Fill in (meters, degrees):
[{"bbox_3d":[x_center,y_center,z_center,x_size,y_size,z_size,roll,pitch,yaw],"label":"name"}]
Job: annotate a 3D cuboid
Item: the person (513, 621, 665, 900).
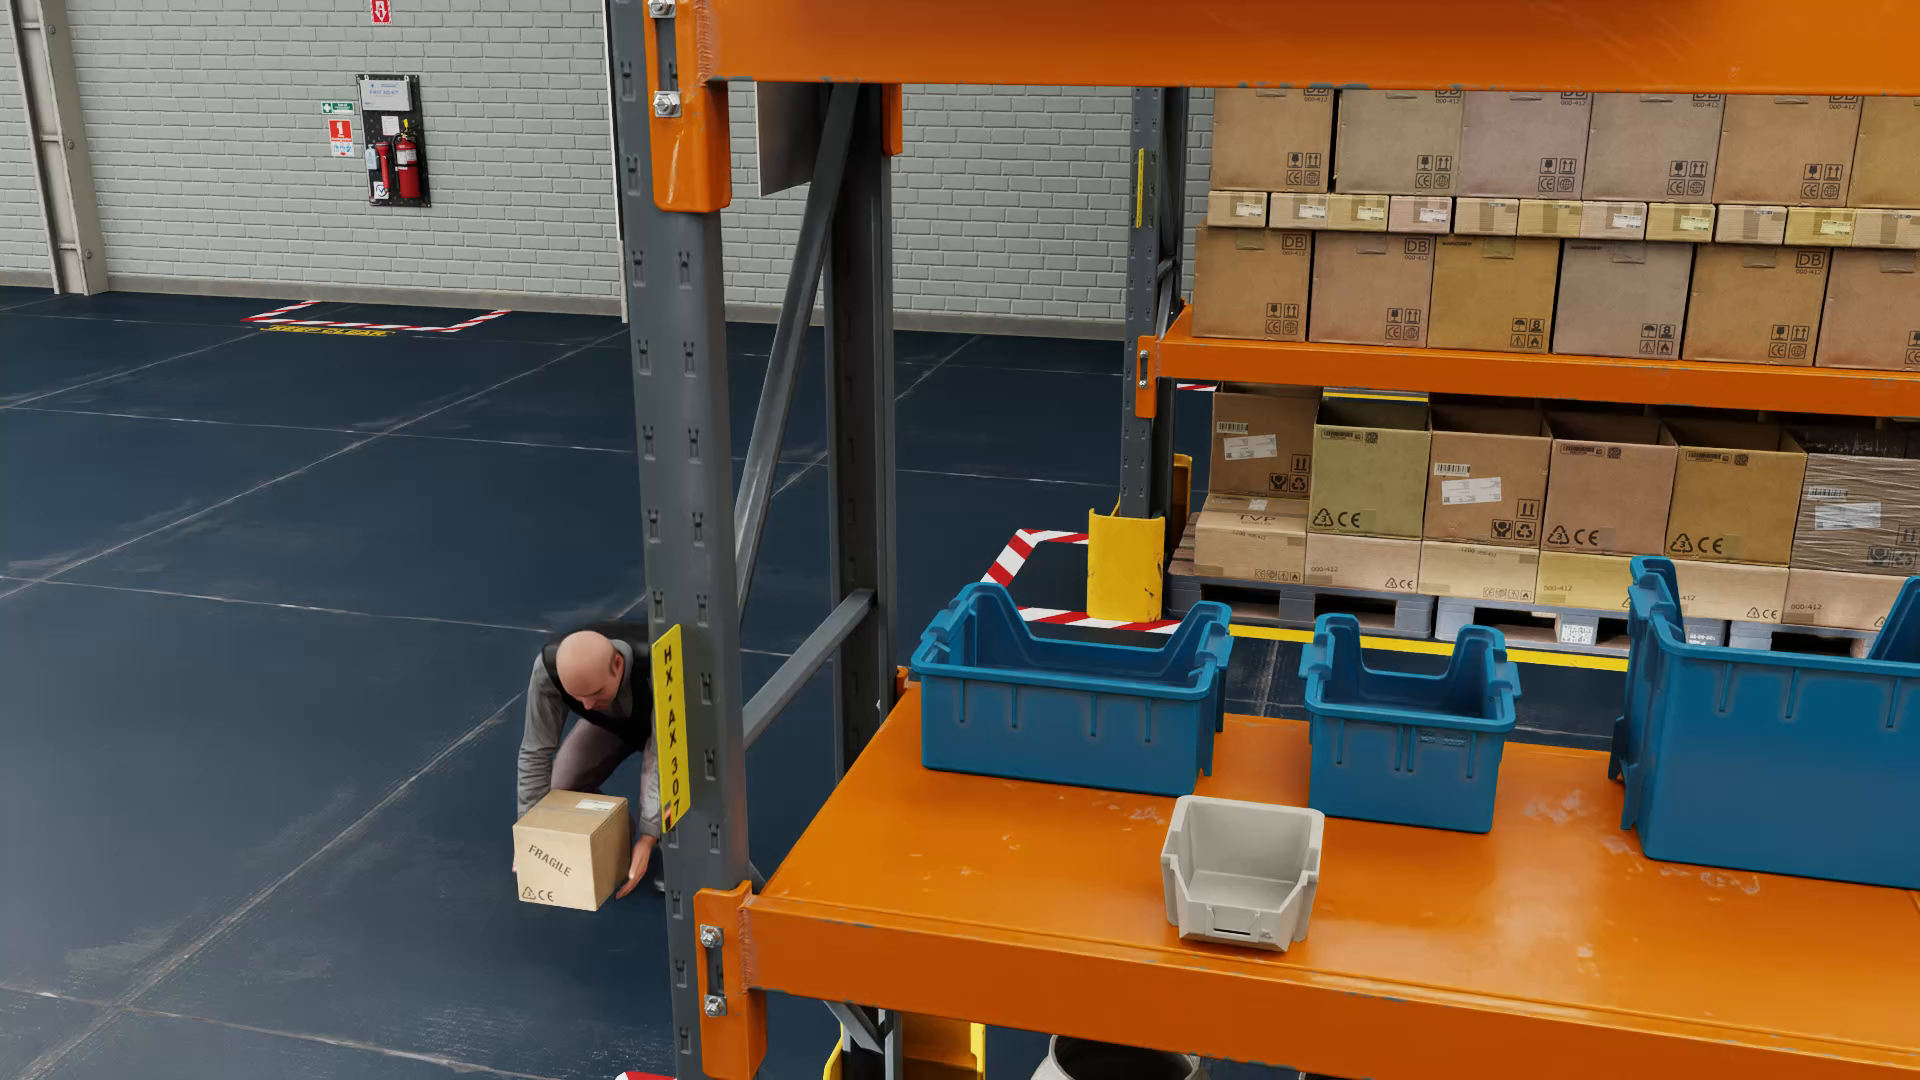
[{"bbox_3d":[-1.050,0.687,5.269,0.550,0.937,0.861,4,19,13],"label":"person"}]
